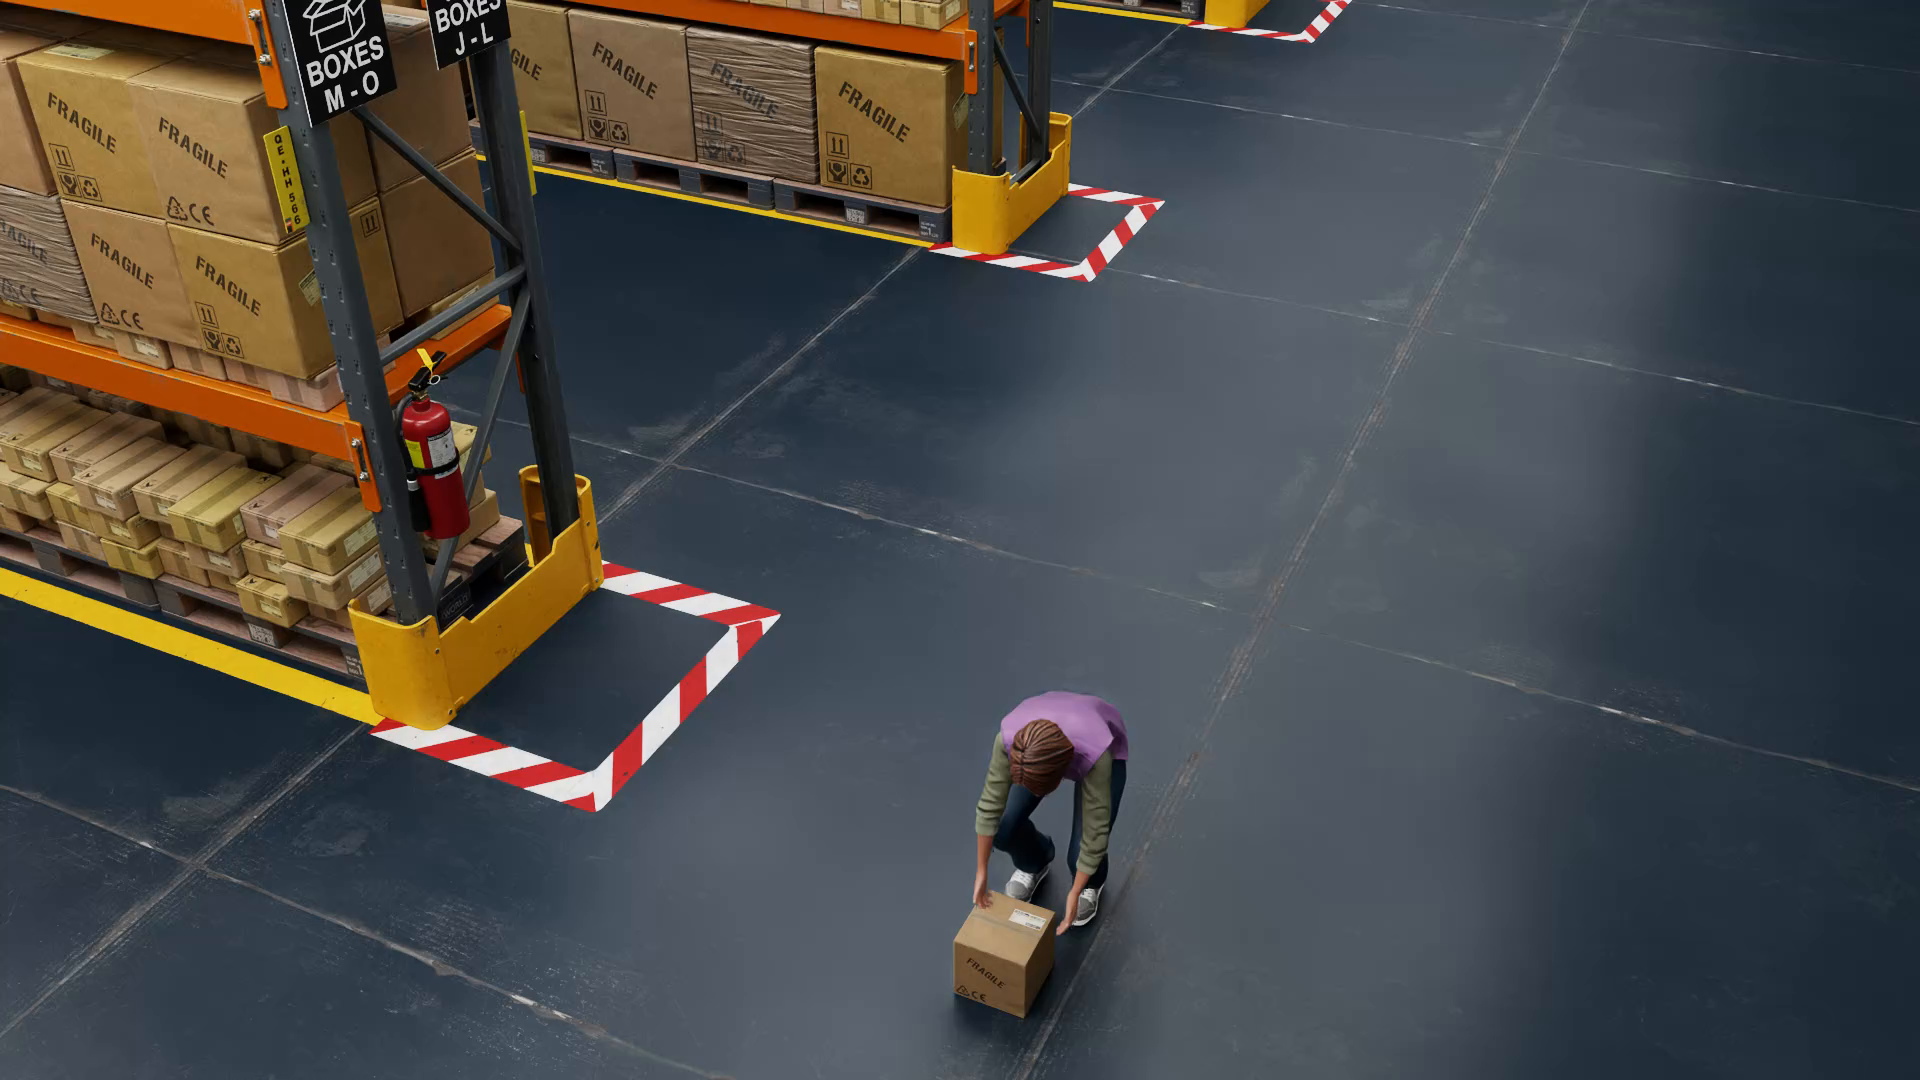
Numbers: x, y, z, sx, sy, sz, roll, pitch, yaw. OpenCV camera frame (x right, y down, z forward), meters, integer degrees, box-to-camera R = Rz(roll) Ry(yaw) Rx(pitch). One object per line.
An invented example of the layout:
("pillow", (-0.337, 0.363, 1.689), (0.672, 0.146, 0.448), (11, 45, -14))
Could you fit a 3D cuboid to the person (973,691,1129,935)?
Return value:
("person", (0.330, 0.843, 5.422), (0.454, 1.023, 0.768), (14, 37, 20))
